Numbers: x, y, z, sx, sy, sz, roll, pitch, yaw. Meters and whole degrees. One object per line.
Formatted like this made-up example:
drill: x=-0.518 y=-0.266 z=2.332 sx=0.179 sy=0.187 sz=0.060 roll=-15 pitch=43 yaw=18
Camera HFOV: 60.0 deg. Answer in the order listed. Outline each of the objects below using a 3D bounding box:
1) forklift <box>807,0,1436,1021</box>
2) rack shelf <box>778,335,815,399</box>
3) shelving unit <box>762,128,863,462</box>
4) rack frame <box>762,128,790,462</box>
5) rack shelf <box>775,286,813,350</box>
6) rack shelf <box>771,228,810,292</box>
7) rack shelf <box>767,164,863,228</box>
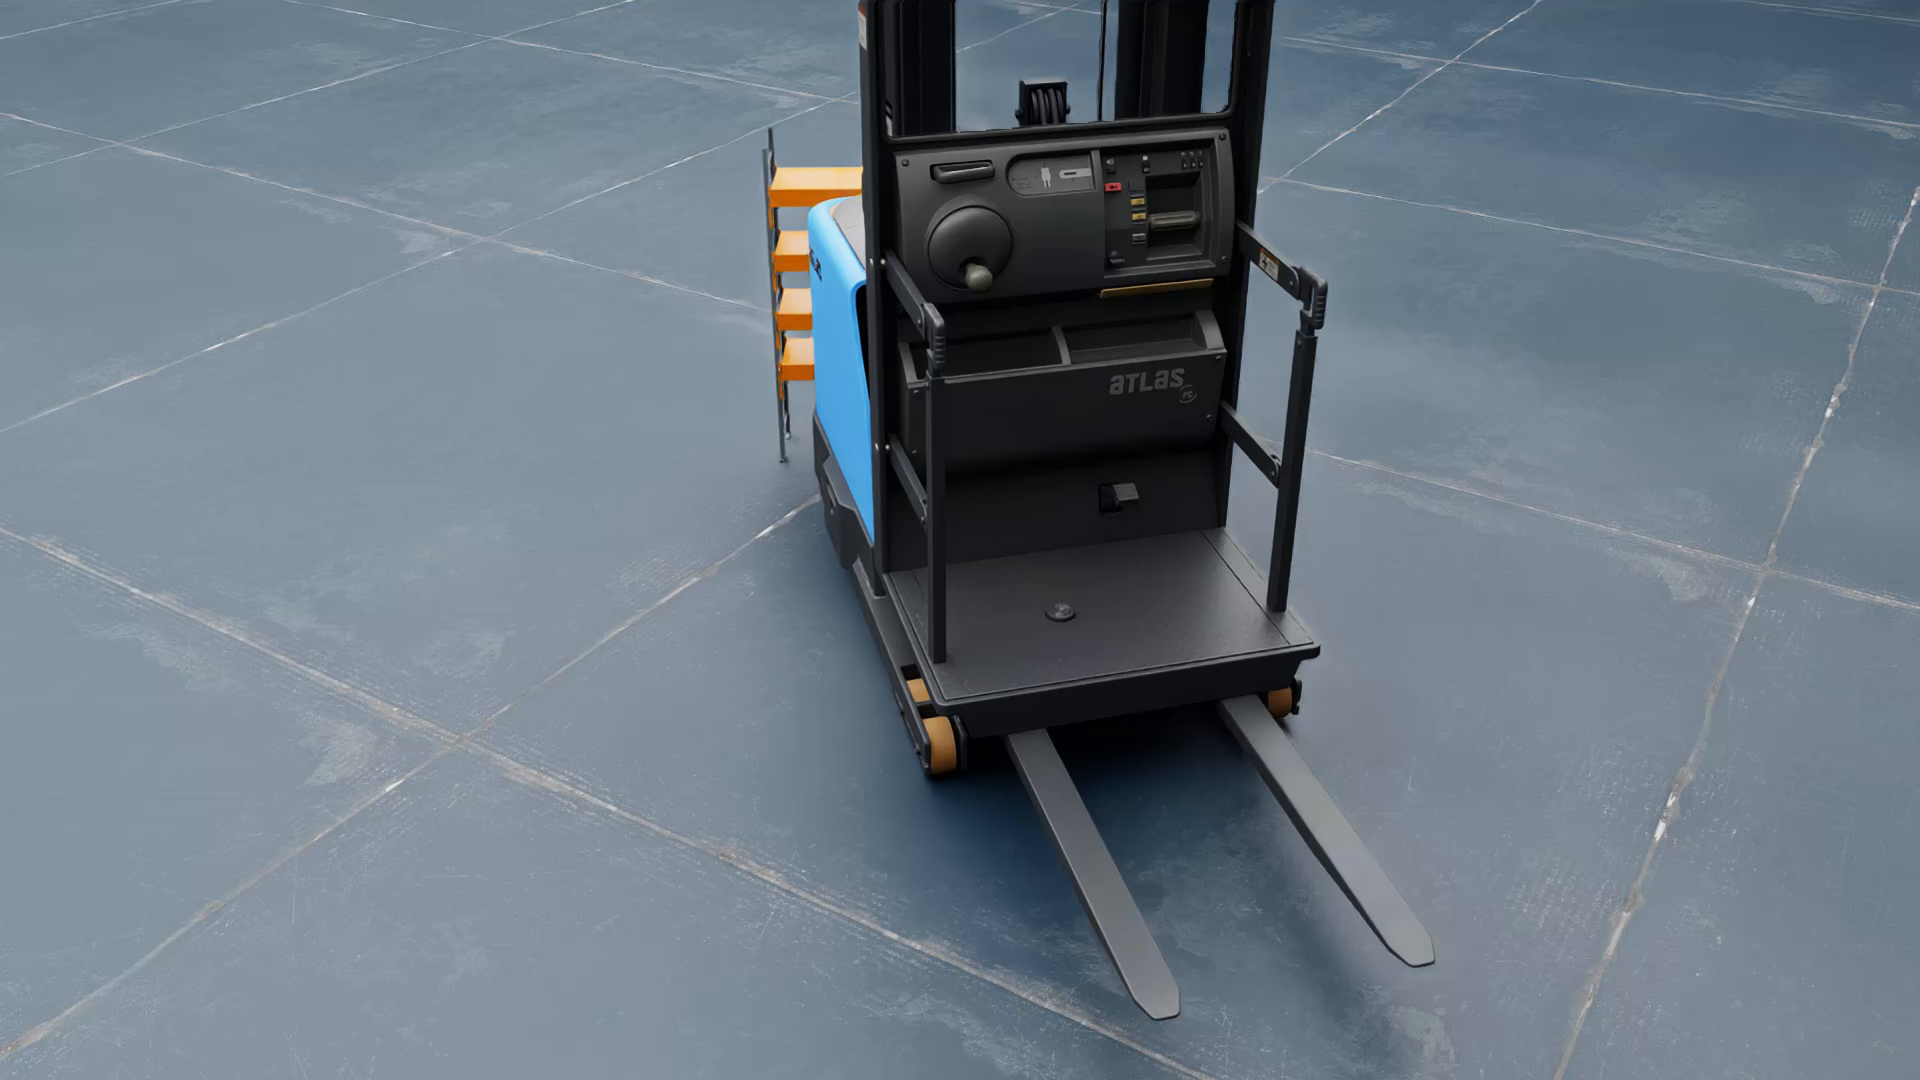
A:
forklift: x=0.347 y=-0.828 z=4.261 sx=1.130 sy=2.935 sz=3.031 roll=-8 pitch=31 yaw=-13
rack shelf: x=-0.423 y=-0.645 z=6.192 sx=0.480 sy=0.148 sz=0.258 roll=0 pitch=30 yaw=0
shelving unit: x=-0.423 y=-0.874 z=6.058 sx=0.503 sy=1.200 sz=0.258 roll=0 pitch=30 yaw=0
rack frame: x=-0.667 y=-0.874 z=6.057 sx=0.015 sy=1.200 sz=0.240 roll=0 pitch=30 yaw=0
rack shelf: x=-0.423 y=-0.816 z=6.092 sx=0.480 sy=0.148 sz=0.258 roll=0 pitch=30 yaw=0
rack shelf: x=-0.423 y=-1.009 z=5.979 sx=0.480 sy=0.148 sz=0.258 roll=0 pitch=30 yaw=0
rack shelf: x=-0.423 y=-1.214 z=5.860 sx=0.480 sy=0.148 sz=0.258 roll=0 pitch=30 yaw=0
